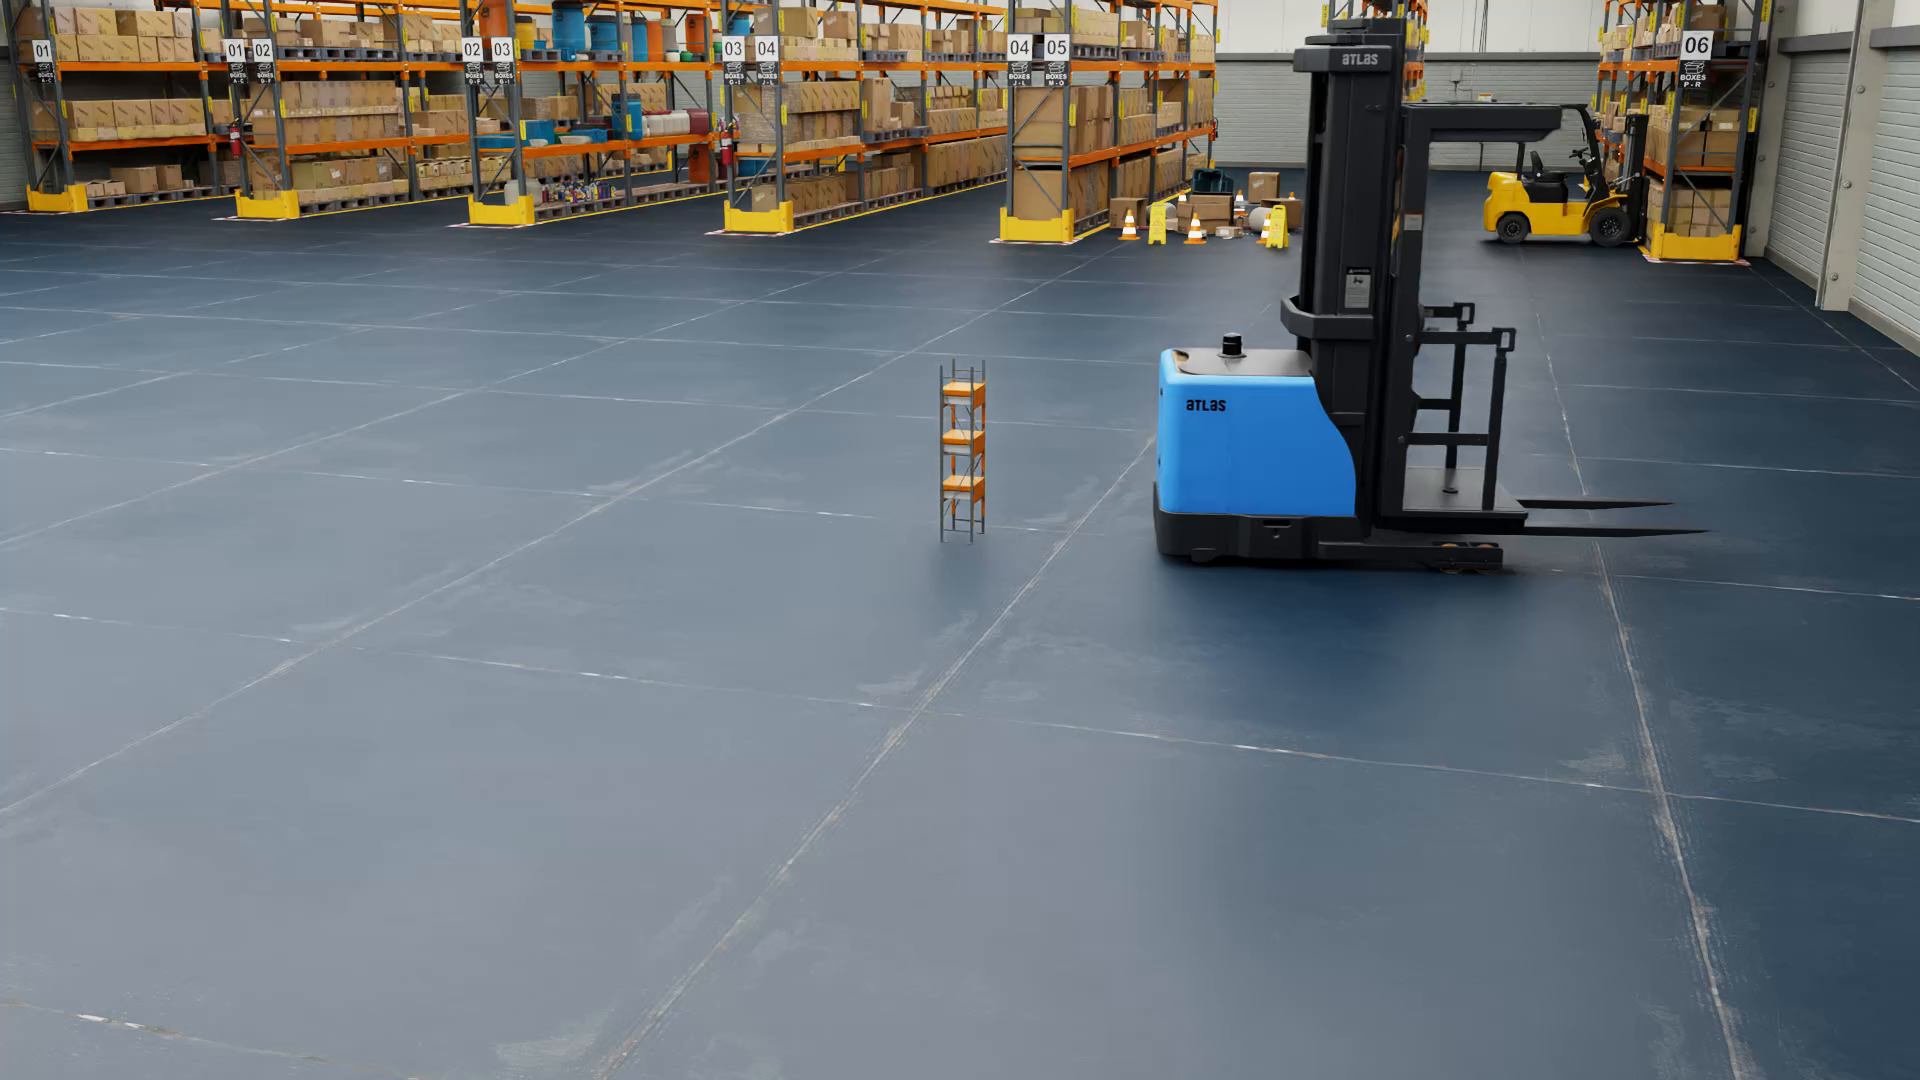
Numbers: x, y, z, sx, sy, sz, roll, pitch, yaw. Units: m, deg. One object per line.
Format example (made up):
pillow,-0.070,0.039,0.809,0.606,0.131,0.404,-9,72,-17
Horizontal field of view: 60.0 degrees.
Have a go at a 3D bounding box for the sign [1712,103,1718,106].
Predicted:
sign,12.457,-7.053,27.467,0.100,0.325,0.005,5,16,16

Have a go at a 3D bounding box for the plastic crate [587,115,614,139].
plastic crate,-7.241,-8.359,33.684,0.402,0.464,0.583,5,16,16

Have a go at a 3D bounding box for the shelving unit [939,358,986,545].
shelving unit,0.015,-0.519,9.735,0.215,1.050,0.252,5,16,16

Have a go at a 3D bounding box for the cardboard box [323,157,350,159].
cardboard box,-12.550,-7.444,33.472,0.500,0.500,0.500,5,16,16

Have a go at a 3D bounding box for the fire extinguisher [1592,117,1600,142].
fire extinguisher,14.934,-9.638,39.138,0.296,0.674,0.183,5,16,16

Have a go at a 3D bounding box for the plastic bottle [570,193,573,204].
plastic bottle,-7.379,-6.474,31.478,0.097,0.201,0.097,0,16,0

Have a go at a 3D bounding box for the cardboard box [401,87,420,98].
cardboard box,-14.198,-11.458,42.591,0.500,0.250,0.500,5,17,17

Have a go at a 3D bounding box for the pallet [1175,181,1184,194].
pallet,4.444,-7.930,37.401,1.003,0.211,1.213,5,16,16

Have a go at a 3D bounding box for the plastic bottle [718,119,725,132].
plastic bottle,-5.384,-9.373,37.607,0.152,0.276,0.135,5,16,16

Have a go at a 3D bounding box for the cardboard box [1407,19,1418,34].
cardboard box,7.847,-9.091,29.477,0.500,0.250,0.500,4,16,15

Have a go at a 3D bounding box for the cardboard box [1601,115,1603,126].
cardboard box,14.392,-9.219,36.564,0.500,0.250,0.500,5,16,15

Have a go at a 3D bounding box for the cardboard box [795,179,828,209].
cardboard box,-2.745,-6.372,30.610,0.500,0.500,0.500,3,16,11

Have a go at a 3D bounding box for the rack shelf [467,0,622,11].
rack shelf,-7.654,-10.002,30.652,1.077,0.370,4.000,5,16,16

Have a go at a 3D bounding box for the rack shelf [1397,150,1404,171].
rack shelf,7.733,-7.202,31.042,1.077,0.370,4.000,5,16,16

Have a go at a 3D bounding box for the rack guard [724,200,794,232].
rack guard,-3.452,-5.564,28.530,1.175,0.500,0.348,5,16,16

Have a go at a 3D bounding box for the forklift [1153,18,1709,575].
forklift,2.660,-1.370,9.289,3.031,2.935,1.130,1,16,4

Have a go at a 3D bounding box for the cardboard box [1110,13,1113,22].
cardboard box,2.448,-9.086,28.916,0.380,0.149,0.250,5,16,16

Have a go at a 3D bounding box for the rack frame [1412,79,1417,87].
rack frame,9.438,-9.118,36.478,1.000,3.000,0.127,5,16,16

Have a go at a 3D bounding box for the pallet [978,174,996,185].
pallet,0.228,-8.738,40.248,1.003,0.211,1.213,5,16,16

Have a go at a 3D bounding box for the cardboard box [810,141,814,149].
cardboard box,-2.815,-7.010,29.506,0.380,0.149,0.250,5,16,16

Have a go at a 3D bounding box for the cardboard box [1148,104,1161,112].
cardboard box,3.992,-9.036,34.792,0.380,0.149,0.250,5,16,16

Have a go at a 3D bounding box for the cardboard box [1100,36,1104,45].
cardboard box,2.233,-8.501,28.315,0.380,0.149,0.250,4,16,15

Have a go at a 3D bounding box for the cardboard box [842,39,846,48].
cardboard box,-2.304,-9.114,30.510,0.380,0.149,0.250,4,16,13

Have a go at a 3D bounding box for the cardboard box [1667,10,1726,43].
cardboard box,11.270,-7.882,25.483,0.797,0.503,0.637,5,17,18

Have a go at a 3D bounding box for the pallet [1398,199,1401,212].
pallet,8.078,-6.526,32.449,1.003,0.211,1.213,5,16,16

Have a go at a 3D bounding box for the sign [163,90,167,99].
sign,-17.117,-9.545,35.862,0.100,0.325,0.005,5,16,16

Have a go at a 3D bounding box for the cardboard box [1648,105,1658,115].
cardboard box,11.550,-7.084,27.390,0.380,0.149,0.250,5,17,17

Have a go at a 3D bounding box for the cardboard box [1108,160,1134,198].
cardboard box,2.758,-6.924,32.095,1.050,0.750,0.750,5,16,16

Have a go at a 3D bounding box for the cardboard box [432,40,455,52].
cardboard box,-11.232,-10.631,35.821,0.500,0.250,0.500,3,16,11

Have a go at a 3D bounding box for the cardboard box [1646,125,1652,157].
cardboard box,11.416,-6.456,26.909,0.500,0.500,0.500,5,17,17

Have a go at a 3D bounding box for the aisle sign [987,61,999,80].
aisle sign,0.806,-12.226,42.671,0.394,0.787,0.004,5,16,16

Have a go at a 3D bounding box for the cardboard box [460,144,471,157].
cardboard box,-13.706,-10.491,45.131,0.700,0.500,0.500,5,17,17

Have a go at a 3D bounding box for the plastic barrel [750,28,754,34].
plastic barrel,-4.877,-11.752,39.152,0.600,0.588,0.600,0,16,0

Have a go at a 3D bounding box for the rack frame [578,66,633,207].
rack frame,-7.086,-8.177,33.163,1.000,3.000,0.127,5,16,16

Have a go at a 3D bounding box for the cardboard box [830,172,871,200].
cardboard box,-2.142,-6.961,32.650,0.700,0.500,0.500,3,16,12

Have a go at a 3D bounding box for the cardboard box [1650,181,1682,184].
cardboard box,11.044,-5.498,26.154,0.500,0.250,0.500,4,16,15

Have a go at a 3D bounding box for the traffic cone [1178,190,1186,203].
traffic cone,4.219,-6.396,31.530,0.336,0.463,0.334,5,16,16

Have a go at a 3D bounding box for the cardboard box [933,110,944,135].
cardboard box,-0.657,-9.129,36.335,0.500,0.500,0.500,4,16,14

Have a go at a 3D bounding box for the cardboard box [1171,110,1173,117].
cardboard box,4.444,-9.307,36.290,0.380,0.149,0.250,4,16,13

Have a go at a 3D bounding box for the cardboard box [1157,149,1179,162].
cardboard box,4.535,-8.488,36.693,0.500,0.250,0.500,5,17,19

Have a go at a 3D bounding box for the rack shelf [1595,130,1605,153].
rack shelf,14.767,-8.911,37.068,1.077,0.370,4.000,5,16,16

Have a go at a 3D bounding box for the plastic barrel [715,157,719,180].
plastic barrel,-5.751,-8.513,38.136,0.421,0.512,0.421,0,16,0

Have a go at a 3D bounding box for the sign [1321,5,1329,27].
sign,5.501,-7.896,25.050,0.100,0.325,0.005,5,16,16

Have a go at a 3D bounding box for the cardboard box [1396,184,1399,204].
cardboard box,7.708,-6.471,31.191,0.950,0.372,0.625,5,17,18

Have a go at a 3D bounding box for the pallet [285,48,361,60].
pallet,-12.400,-9.420,32.208,1.003,0.211,1.213,5,16,16

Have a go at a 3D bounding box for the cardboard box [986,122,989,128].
cardboard box,0.488,-9.955,39.890,0.380,0.149,0.250,5,17,18

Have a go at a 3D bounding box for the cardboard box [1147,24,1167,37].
cardboard box,4.087,-10.577,34.541,0.396,0.266,0.258,5,16,16

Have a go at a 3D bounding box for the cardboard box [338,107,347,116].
cardboard box,-12.215,-8.364,32.450,0.380,0.149,0.250,5,17,16

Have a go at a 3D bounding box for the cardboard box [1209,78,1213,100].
cardboard box,5.909,-11.055,40.747,0.500,0.500,0.500,4,16,15

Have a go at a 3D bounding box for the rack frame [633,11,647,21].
rack frame,-8.423,-14.588,44.771,1.000,3.000,0.127,5,16,16

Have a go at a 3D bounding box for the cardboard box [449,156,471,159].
cardboard box,-11.268,-8.506,37.562,0.500,0.311,0.500,4,16,14
